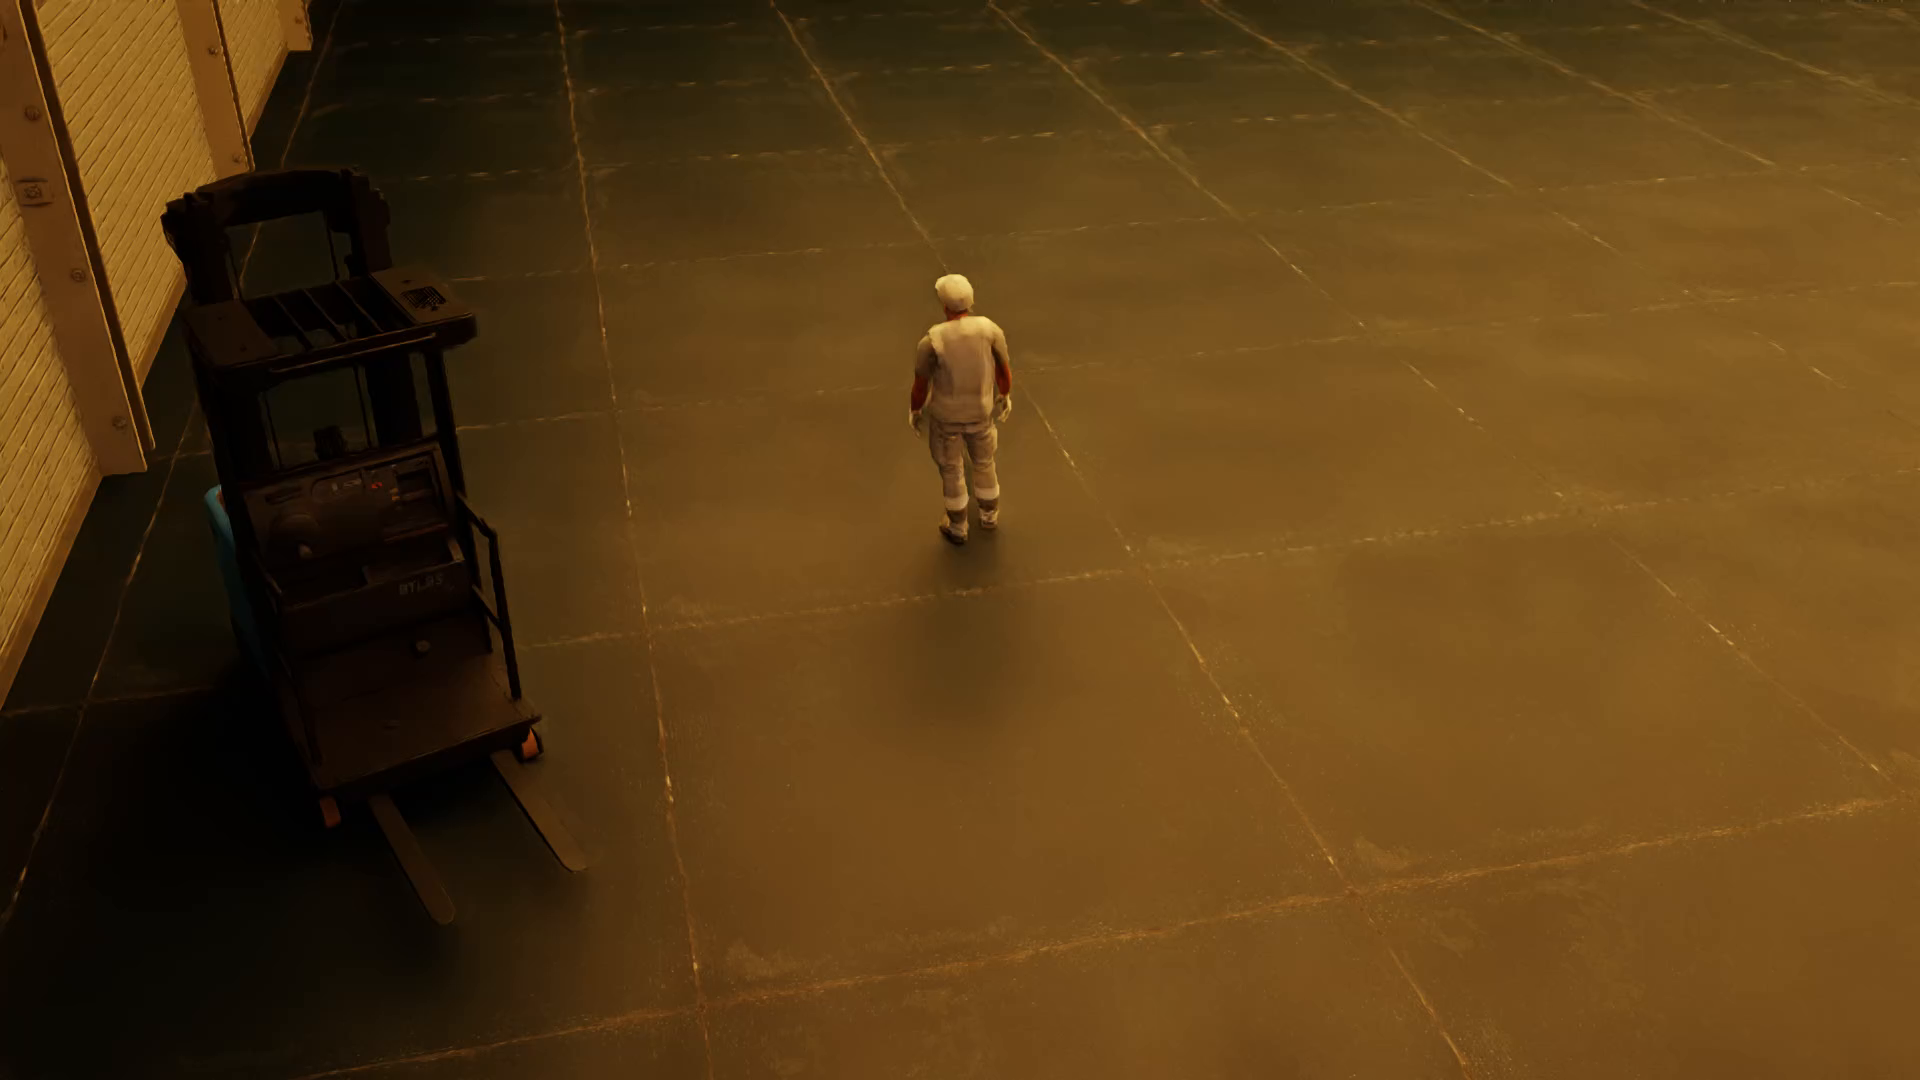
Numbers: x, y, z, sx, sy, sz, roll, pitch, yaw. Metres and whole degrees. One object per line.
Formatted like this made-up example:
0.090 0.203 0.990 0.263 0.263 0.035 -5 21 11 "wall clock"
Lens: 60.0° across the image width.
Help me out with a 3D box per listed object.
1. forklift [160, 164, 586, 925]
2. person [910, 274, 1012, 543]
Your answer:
-2.800 -0.137 7.811 1.130 2.935 3.031 -18 35 -29 "forklift"
-0.008 -0.821 10.118 0.637 1.787 0.563 -7 31 -12 "person"
